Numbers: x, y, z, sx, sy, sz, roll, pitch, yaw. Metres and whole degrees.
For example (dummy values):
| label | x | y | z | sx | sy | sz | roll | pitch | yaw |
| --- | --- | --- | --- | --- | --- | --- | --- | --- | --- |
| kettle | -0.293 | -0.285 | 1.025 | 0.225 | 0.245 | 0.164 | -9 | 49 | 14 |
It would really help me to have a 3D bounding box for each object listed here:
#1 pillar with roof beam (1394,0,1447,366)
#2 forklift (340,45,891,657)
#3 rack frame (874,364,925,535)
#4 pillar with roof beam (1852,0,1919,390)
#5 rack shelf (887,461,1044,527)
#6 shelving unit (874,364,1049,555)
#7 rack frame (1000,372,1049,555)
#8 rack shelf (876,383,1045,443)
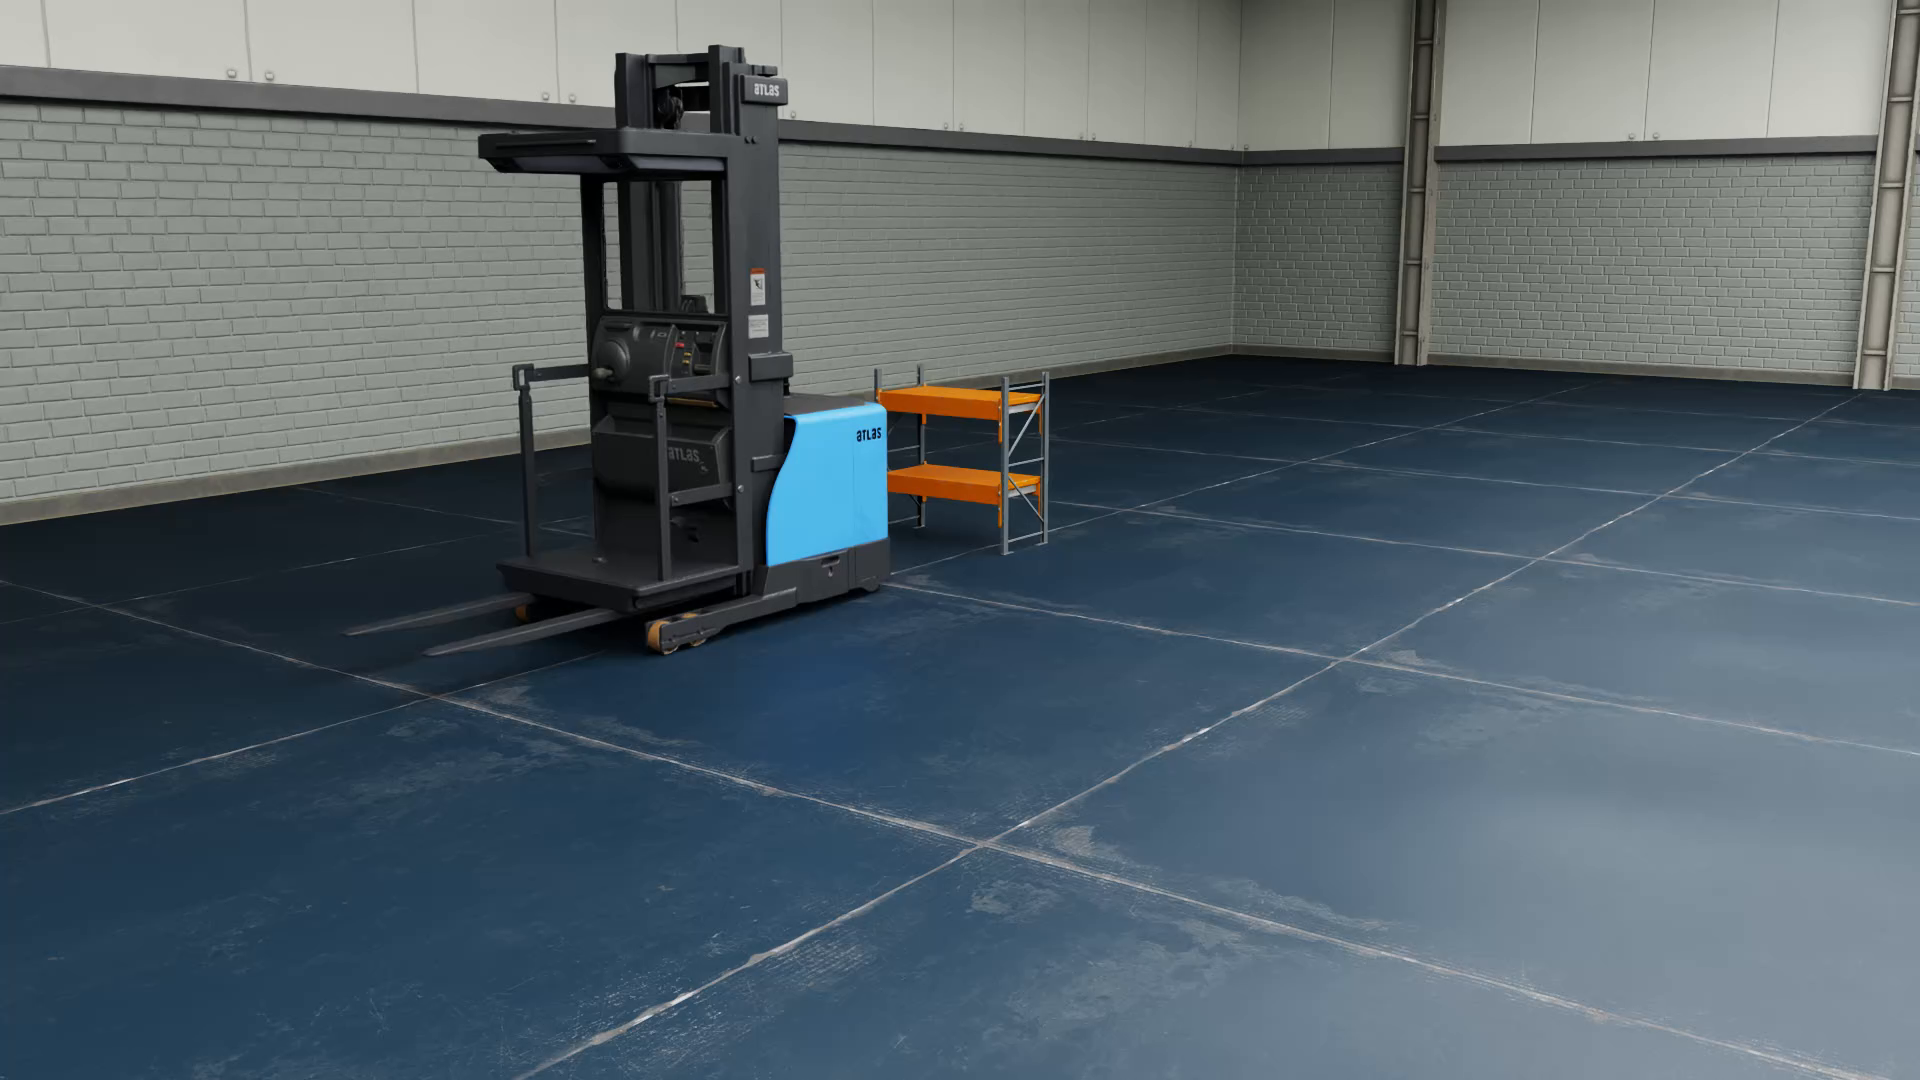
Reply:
| label | x | y | z | sx | sy | sz | roll | pitch | yaw |
| --- | --- | --- | --- | --- | --- | --- | --- | --- | --- |
| pillar with roof beam | 4.048 | -6.332 | 20.069 | 0.400 | 9.000 | 9.100 | 8 | 13 | 36 |
| forklift | -1.680 | -0.985 | 8.404 | 1.130 | 2.935 | 3.031 | 8 | 14 | 36 |
| rack frame | -0.404 | -0.609 | 11.214 | 0.032 | 1.125 | 0.500 | 8 | 13 | 36 |
| pillar with roof beam | 8.884 | -5.658 | 16.583 | 0.400 | 9.000 | 9.100 | 8 | 13 | 36 |
| rack shelf | 0.005 | -0.311 | 10.965 | 1.000 | 0.278 | 0.538 | 8 | 13 | 36 |
| shelving unit | 0.005 | -0.552 | 10.919 | 1.048 | 1.125 | 0.538 | 8 | 13 | 36 |
| rack frame | 0.415 | -0.494 | 10.624 | 0.032 | 1.125 | 0.500 | 8 | 13 | 36 |
| rack shelf | 0.005 | -0.839 | 10.863 | 1.000 | 0.278 | 0.538 | 8 | 13 | 36 |
